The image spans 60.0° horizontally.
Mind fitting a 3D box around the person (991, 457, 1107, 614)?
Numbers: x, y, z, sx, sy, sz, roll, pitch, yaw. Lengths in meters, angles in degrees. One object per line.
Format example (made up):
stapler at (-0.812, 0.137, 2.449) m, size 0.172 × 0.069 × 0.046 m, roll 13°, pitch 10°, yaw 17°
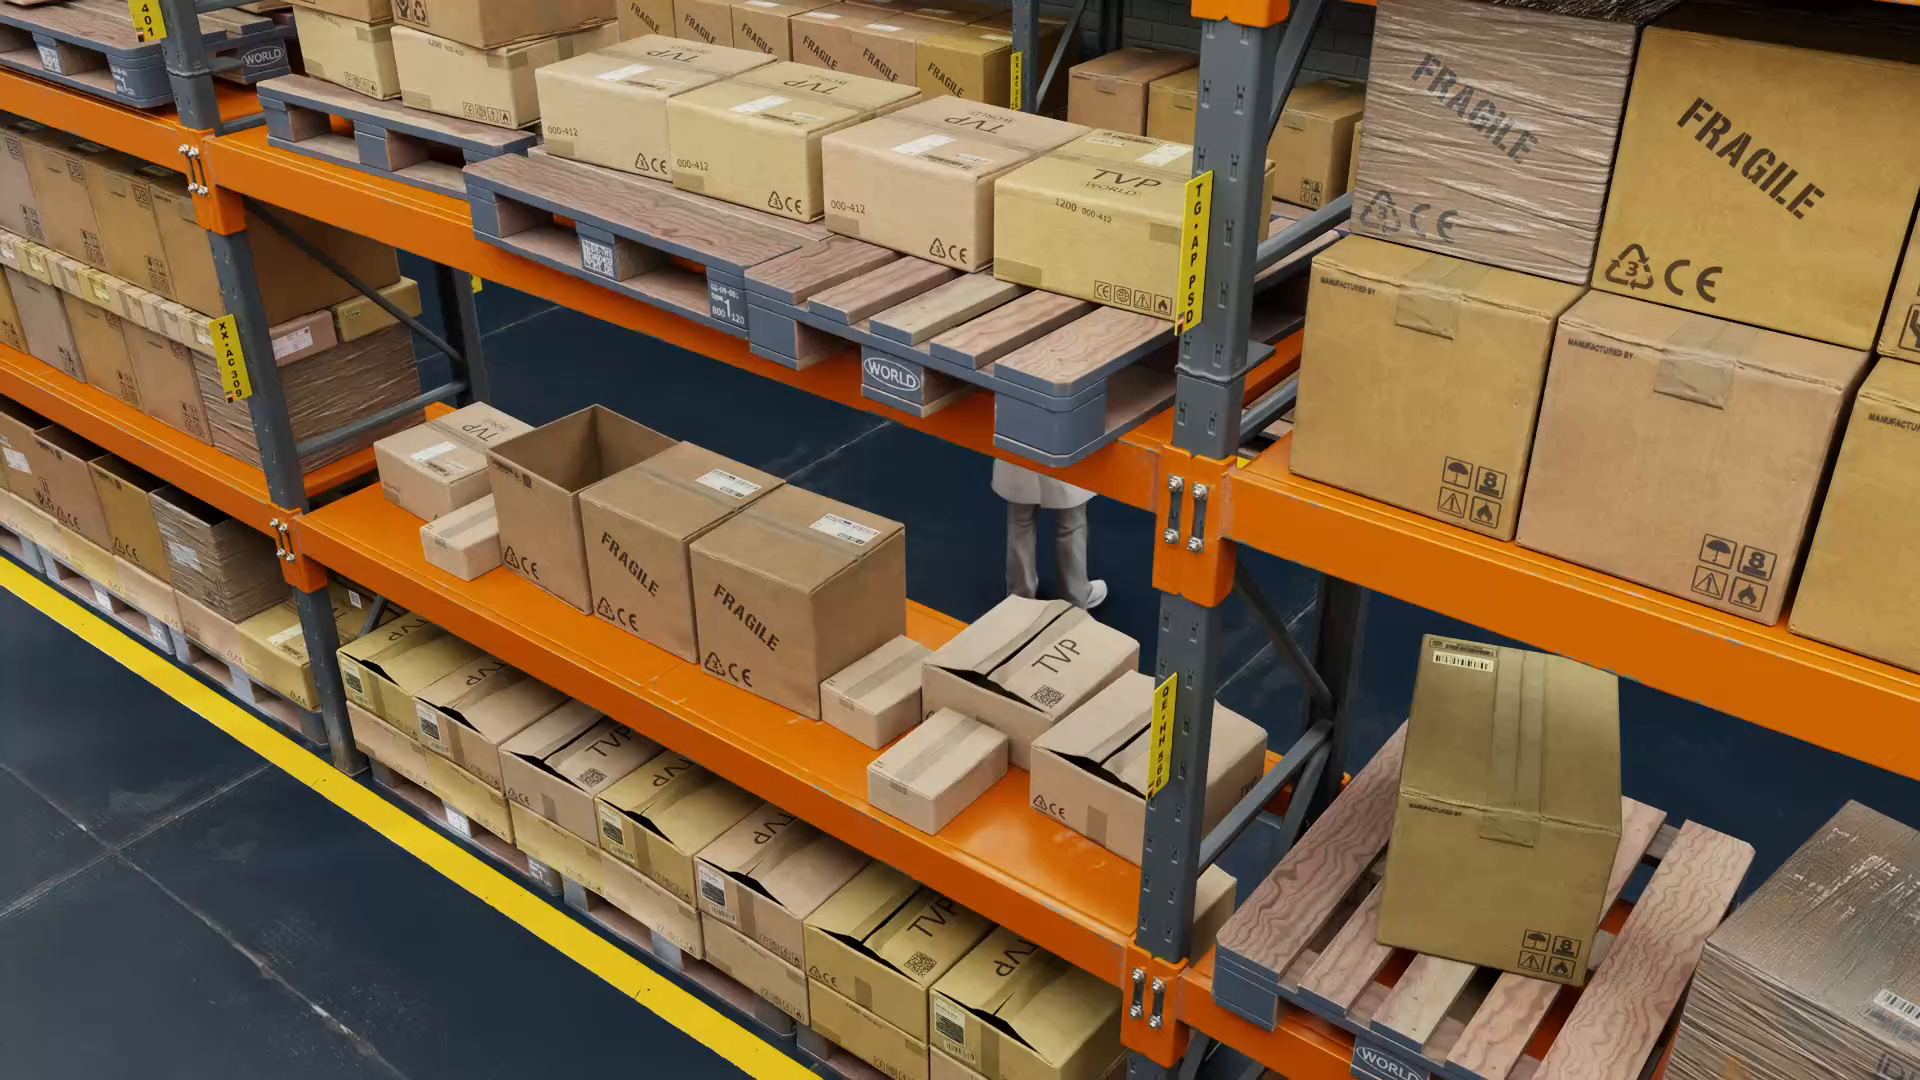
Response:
person at (0.415, -0.435, 7.860) m, size 0.606 × 1.786 × 0.466 m, roll 5°, pitch 31°, yaw 9°
